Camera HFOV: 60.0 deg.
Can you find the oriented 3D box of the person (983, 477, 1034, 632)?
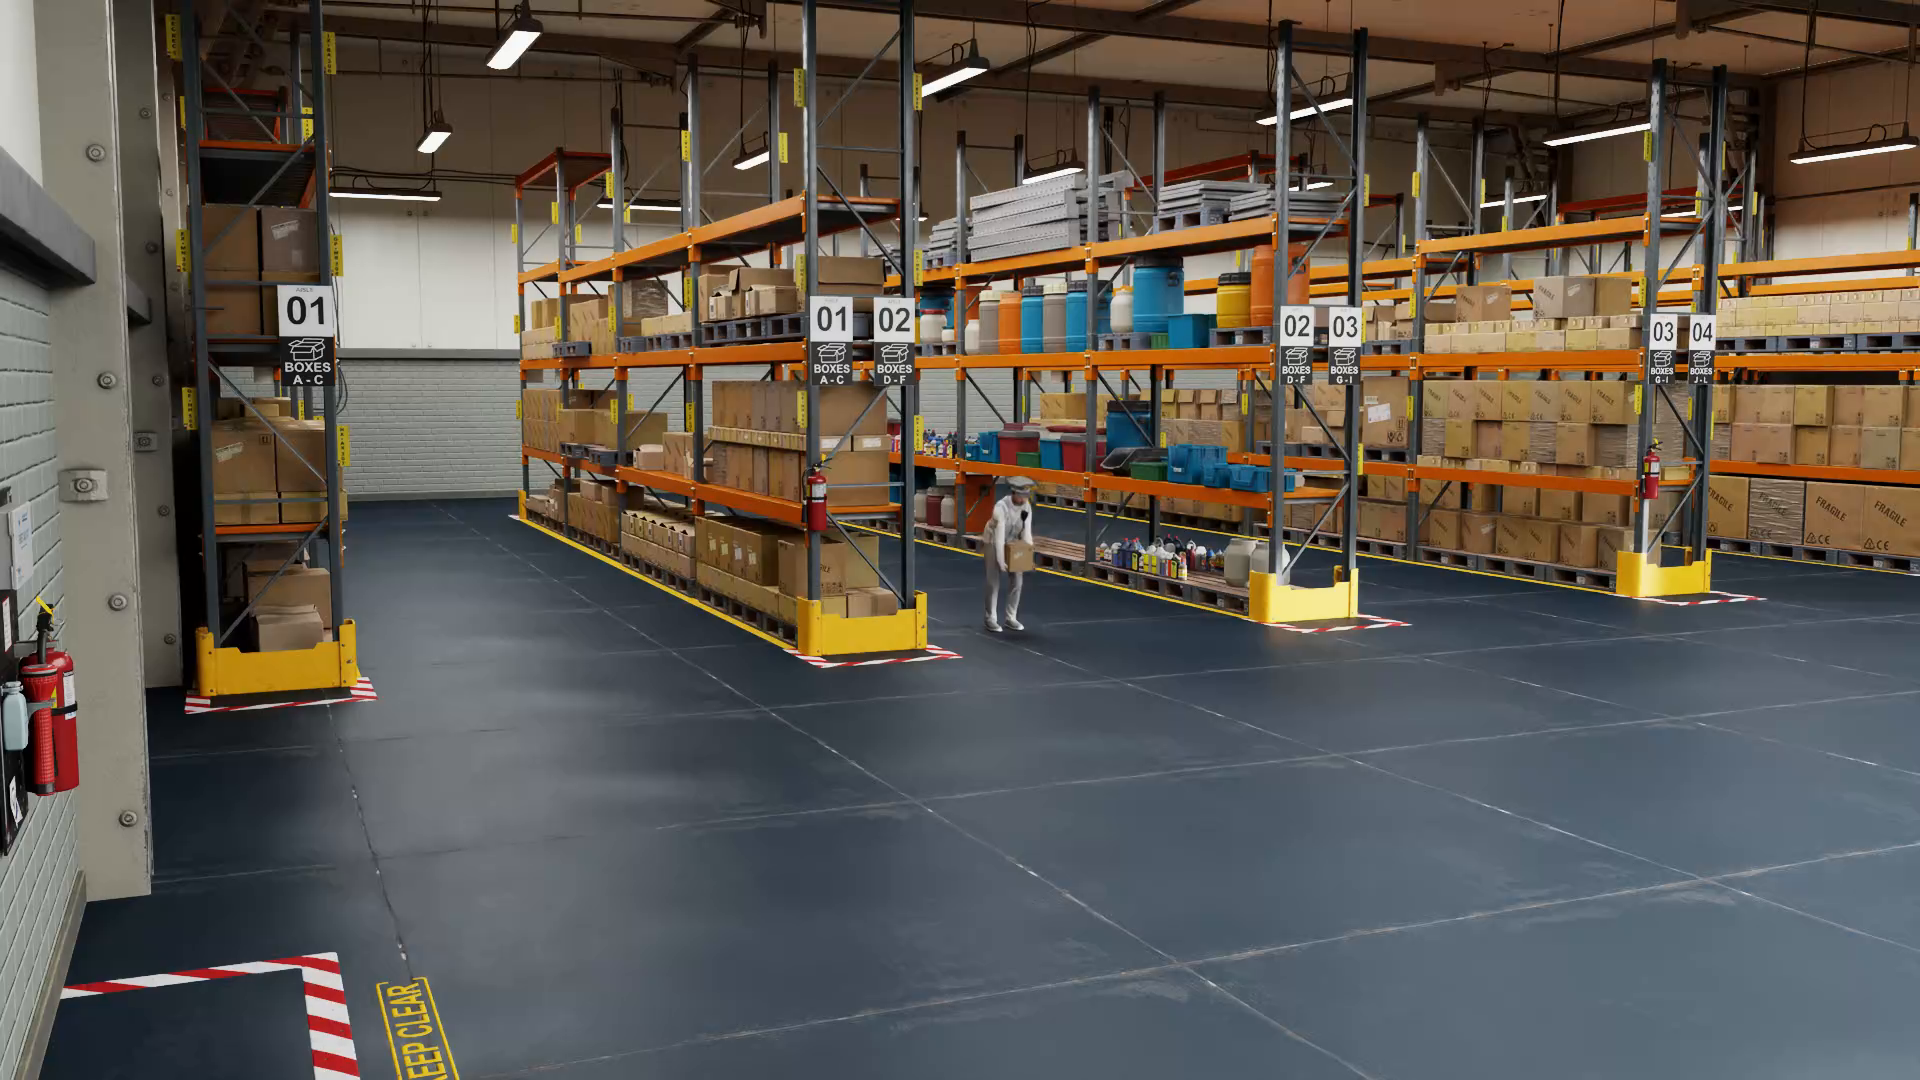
[{"bbox_3d":[0.492,0.139,16.290,0.408,1.531,0.692,-3,6,-25],"label":"person"}]
